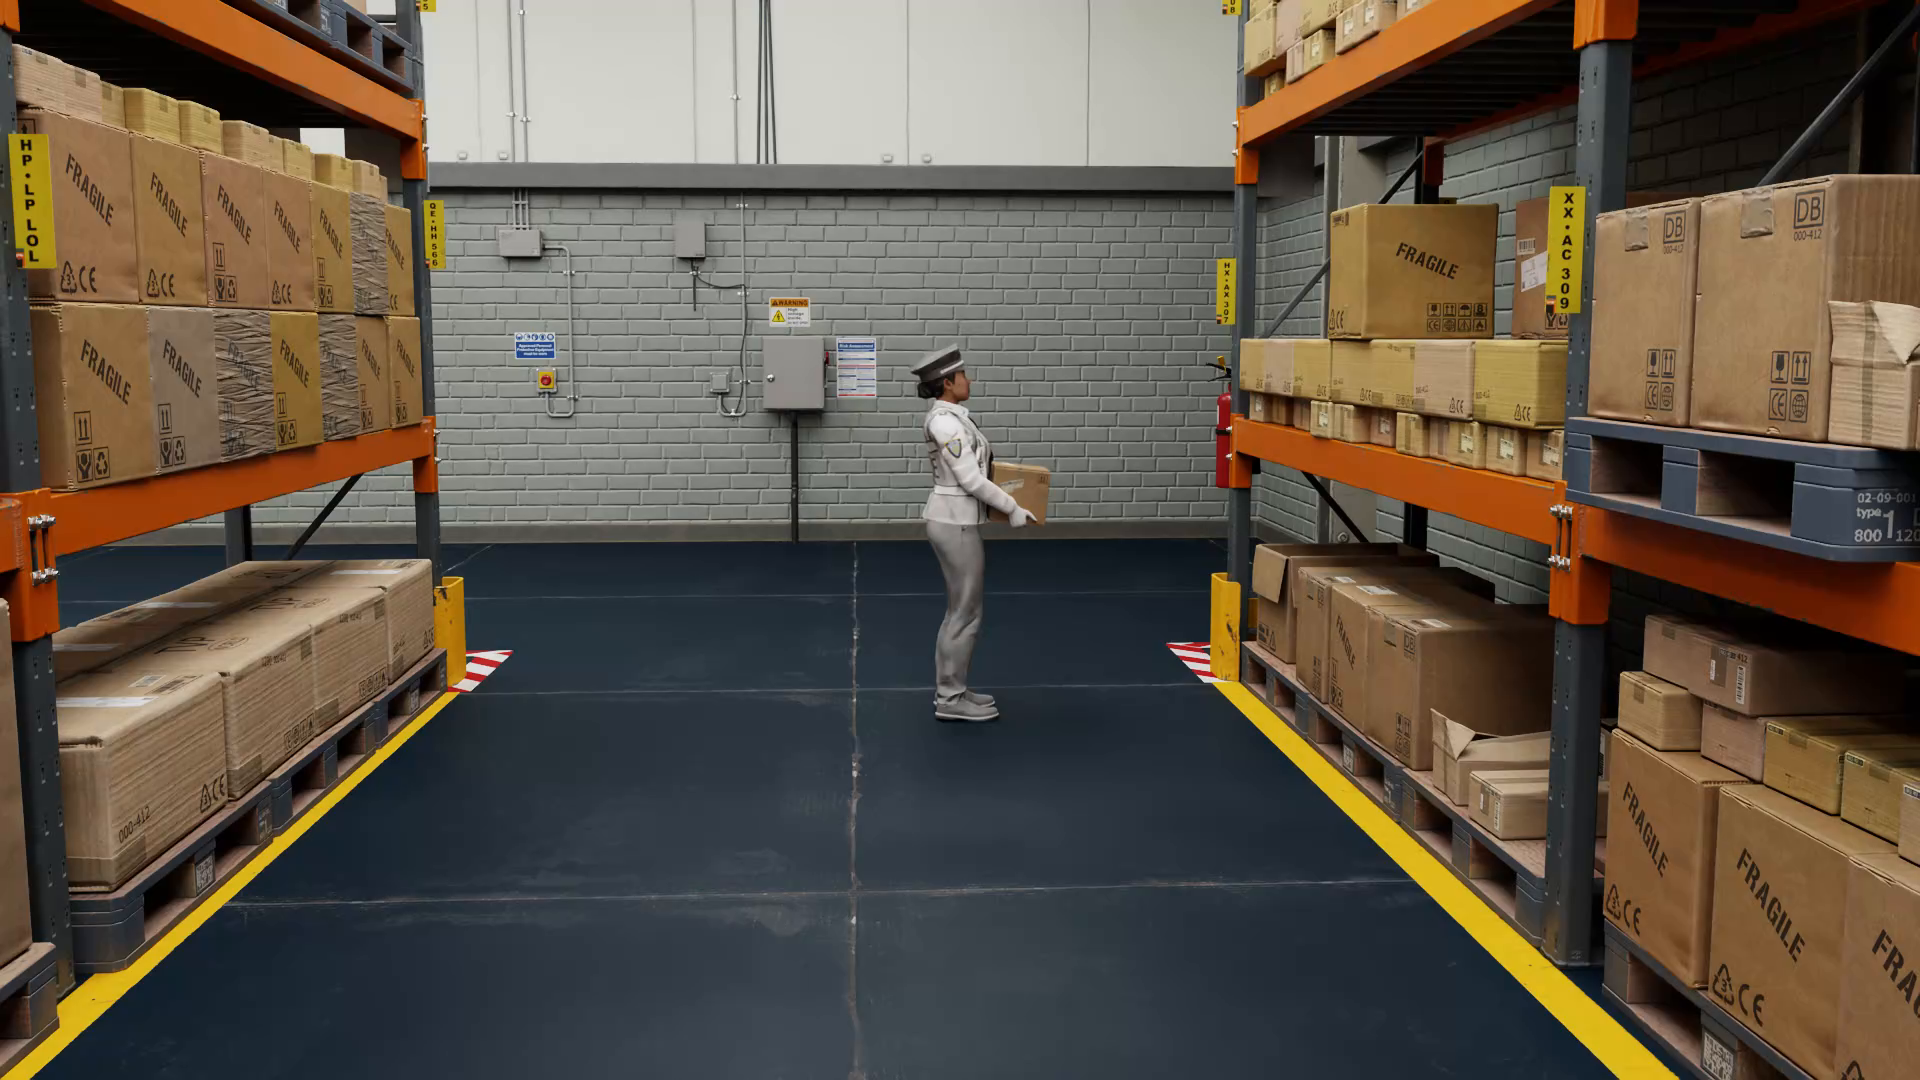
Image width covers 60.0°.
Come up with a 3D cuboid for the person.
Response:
[{"bbox_3d":[0.056,-0.044,7.507,0.556,1.686,0.459,0,7,-3],"label":"person"}]
